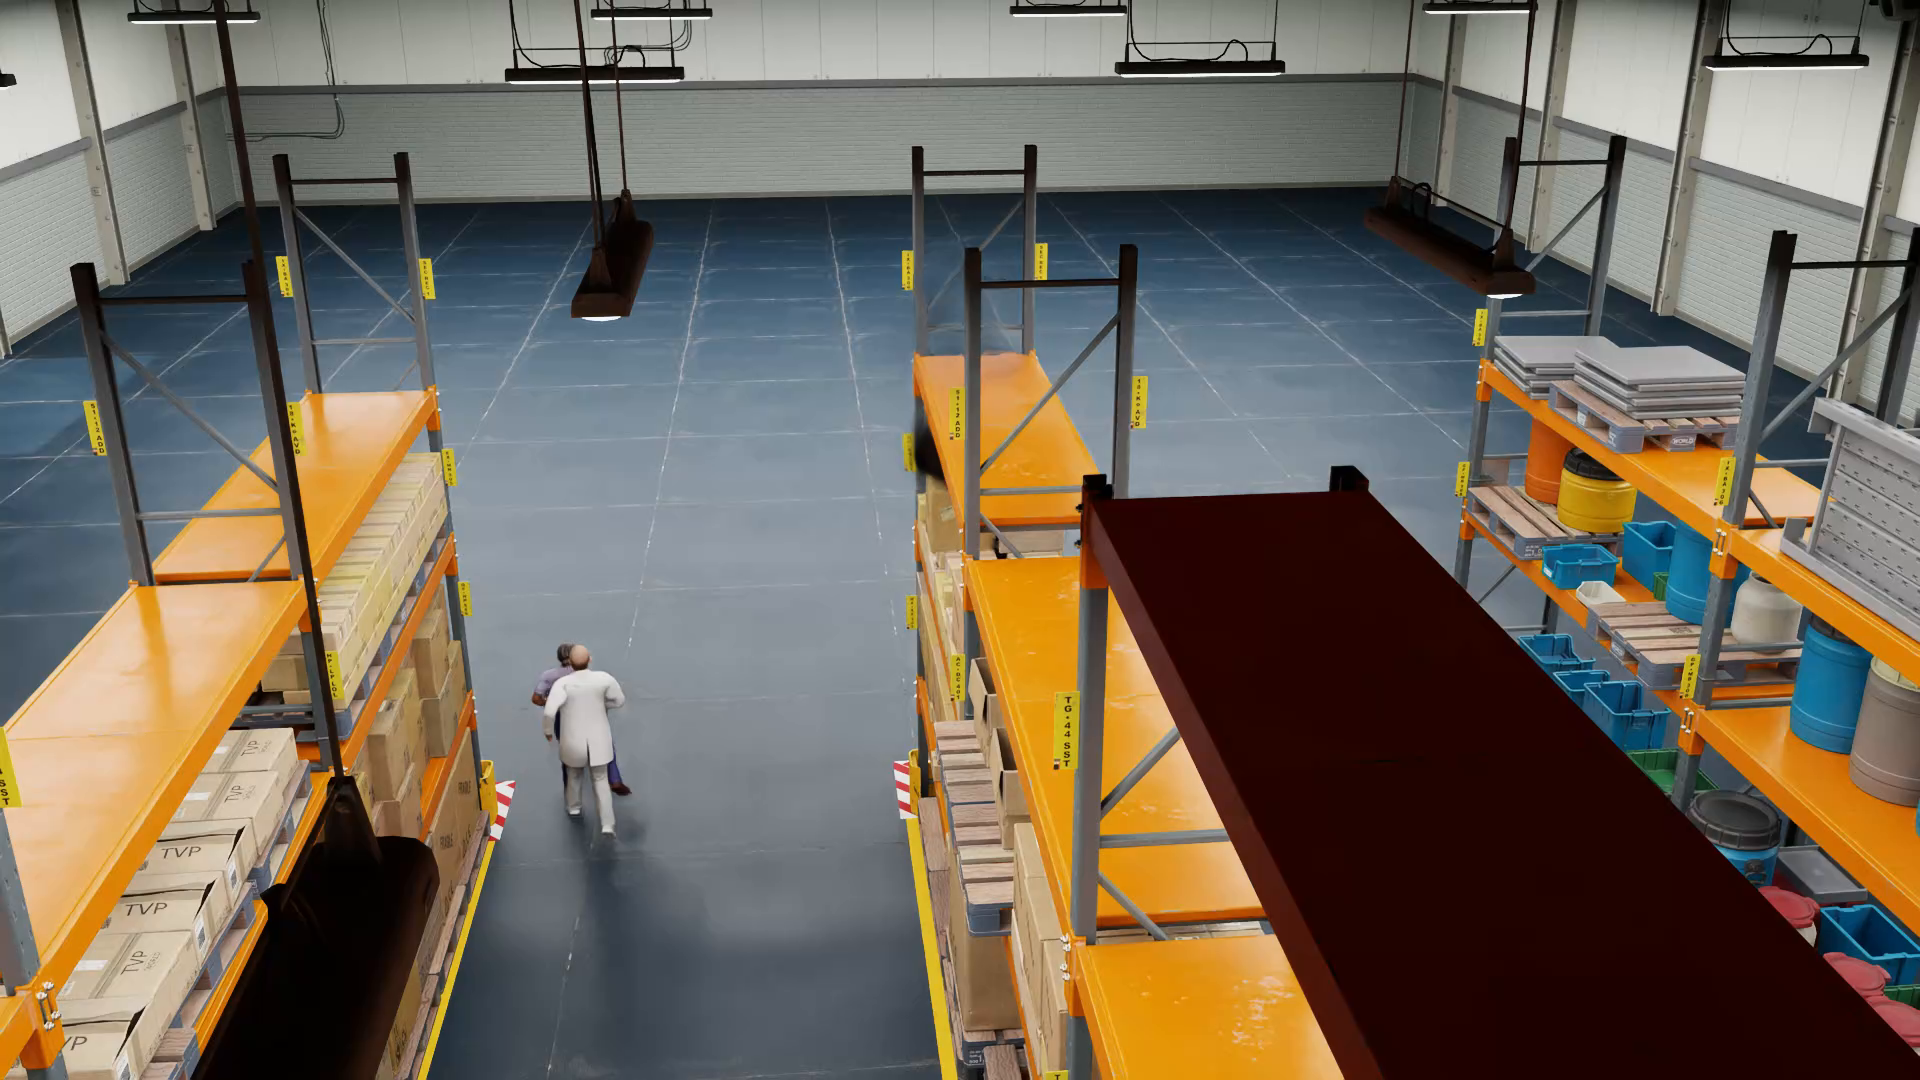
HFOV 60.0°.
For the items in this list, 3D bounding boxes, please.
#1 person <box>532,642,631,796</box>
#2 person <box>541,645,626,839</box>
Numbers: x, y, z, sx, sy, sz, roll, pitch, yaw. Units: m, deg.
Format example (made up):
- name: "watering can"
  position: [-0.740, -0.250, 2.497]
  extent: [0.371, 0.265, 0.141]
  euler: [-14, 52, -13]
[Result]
- name: "person"
  position: [-3.474, 1.711, 15.235]
  extent: [0.820, 1.649, 0.612]
  euler: [-3, 22, -8]
- name: "person"
  position: [-3.304, 1.761, 14.680]
  extent: [0.752, 1.766, 1.049]
  euler: [-7, 23, -18]
